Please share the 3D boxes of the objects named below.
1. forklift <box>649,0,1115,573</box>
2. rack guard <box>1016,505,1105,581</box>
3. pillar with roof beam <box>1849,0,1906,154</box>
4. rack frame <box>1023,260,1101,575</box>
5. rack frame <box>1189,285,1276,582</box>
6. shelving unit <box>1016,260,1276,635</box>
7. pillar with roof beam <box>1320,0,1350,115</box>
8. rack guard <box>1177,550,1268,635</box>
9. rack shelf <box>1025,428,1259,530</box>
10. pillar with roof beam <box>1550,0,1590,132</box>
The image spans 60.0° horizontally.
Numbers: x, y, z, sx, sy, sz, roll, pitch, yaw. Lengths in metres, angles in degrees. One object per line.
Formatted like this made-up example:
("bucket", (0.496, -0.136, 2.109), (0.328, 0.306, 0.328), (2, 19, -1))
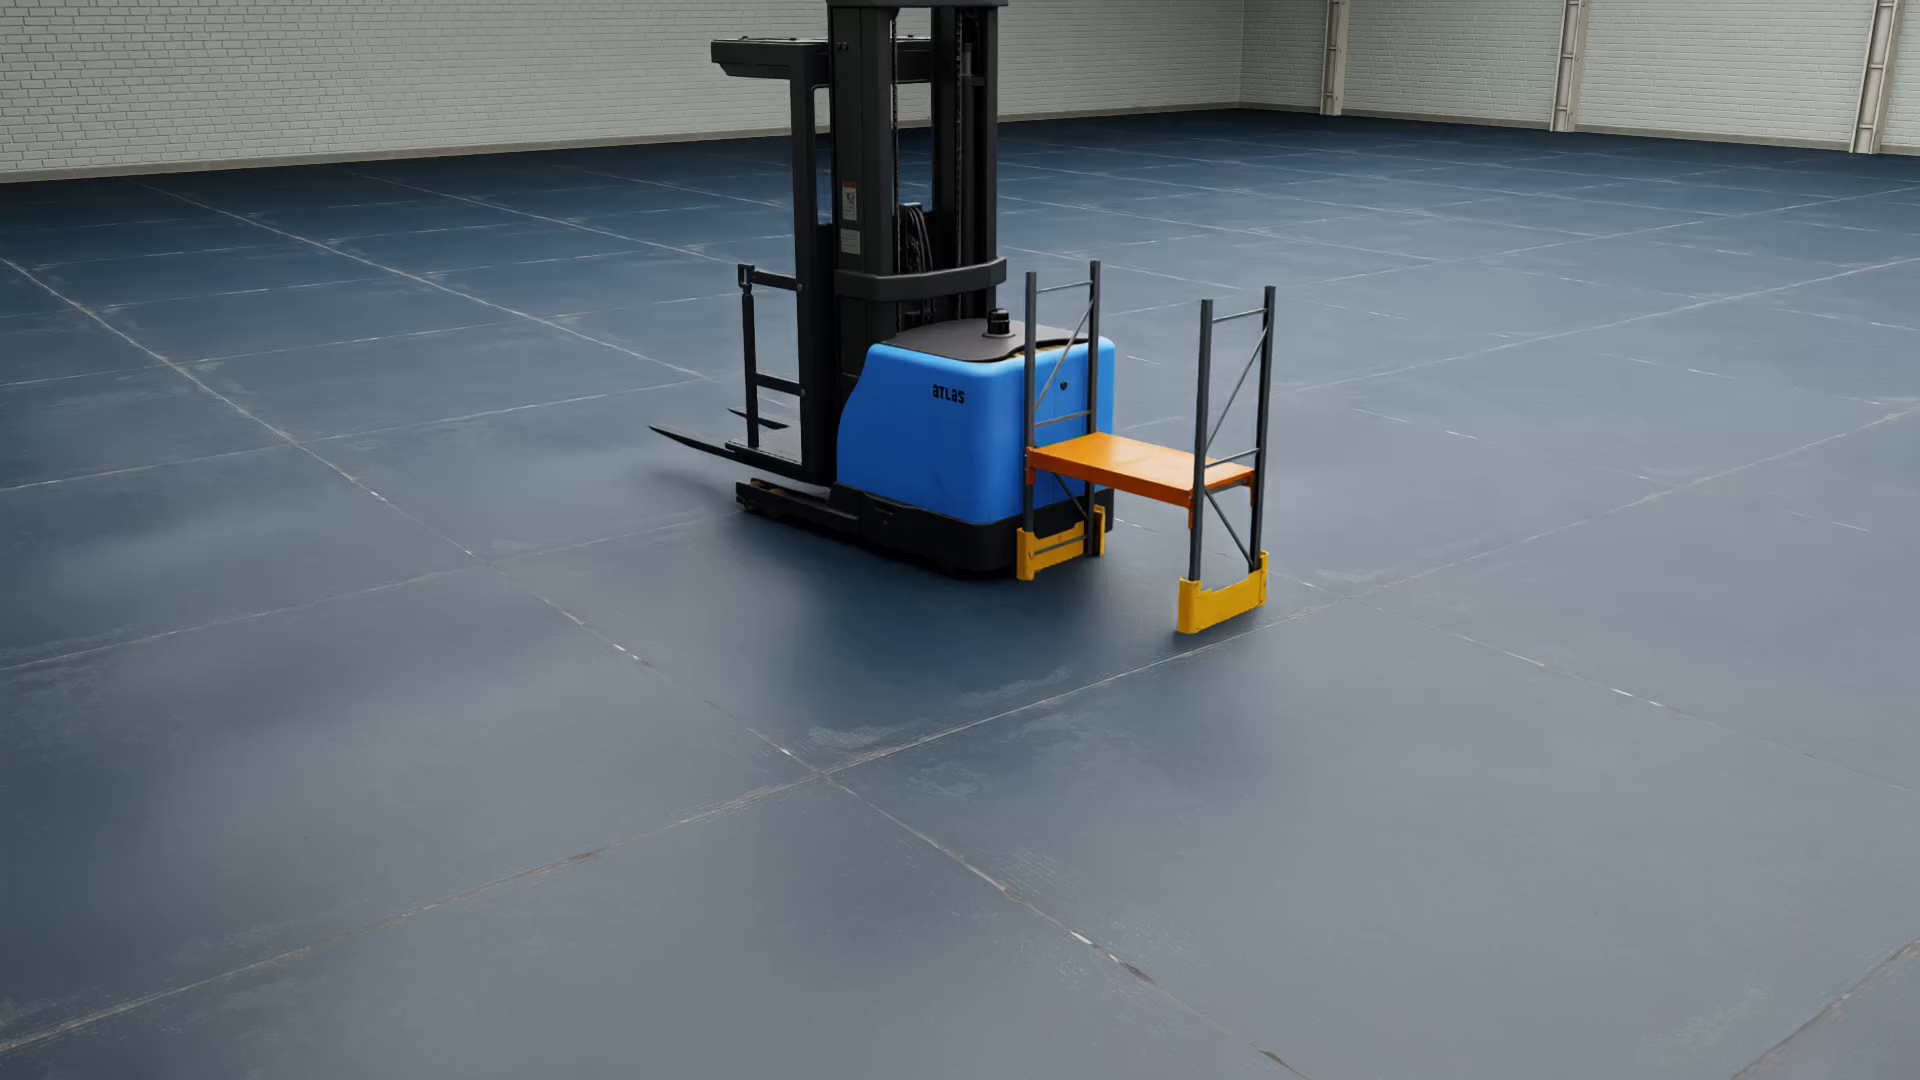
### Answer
("forklift", (-0.594, -1.610, 8.924), (1.130, 2.935, 3.031), (-17, 25, -42))
("rack guard", (0.506, 0.012, 8.290), (0.587, 0.250, 0.087), (-17, 25, -42))
("pillar with roof beam", (12.628, -10.286, 25.472), (9.100, 9.000, 0.400), (-14, 23, -36))
("rack frame", (0.493, -0.586, 8.106), (0.500, 1.500, 0.032), (-17, 25, -42))
("rack frame", (1.208, -0.359, 7.421), (0.500, 1.500, 0.032), (-17, 25, -42))
("shelving unit", (0.857, -0.470, 7.757), (0.587, 1.500, 1.083), (-17, 25, -42))
("pillar with roof beam", (5.177, -13.243, 34.402), (9.100, 9.000, 0.400), (-14, 23, -36))
("rack guard", (1.207, 0.234, 7.618), (0.587, 0.250, 0.087), (-17, 25, -42))
("rack shelf", (0.850, -0.301, 7.820), (0.538, 0.185, 1.000), (-17, 25, -42))
("pillar with roof beam", (8.902, -11.765, 29.937), (9.100, 9.000, 0.400), (-14, 23, -36))
